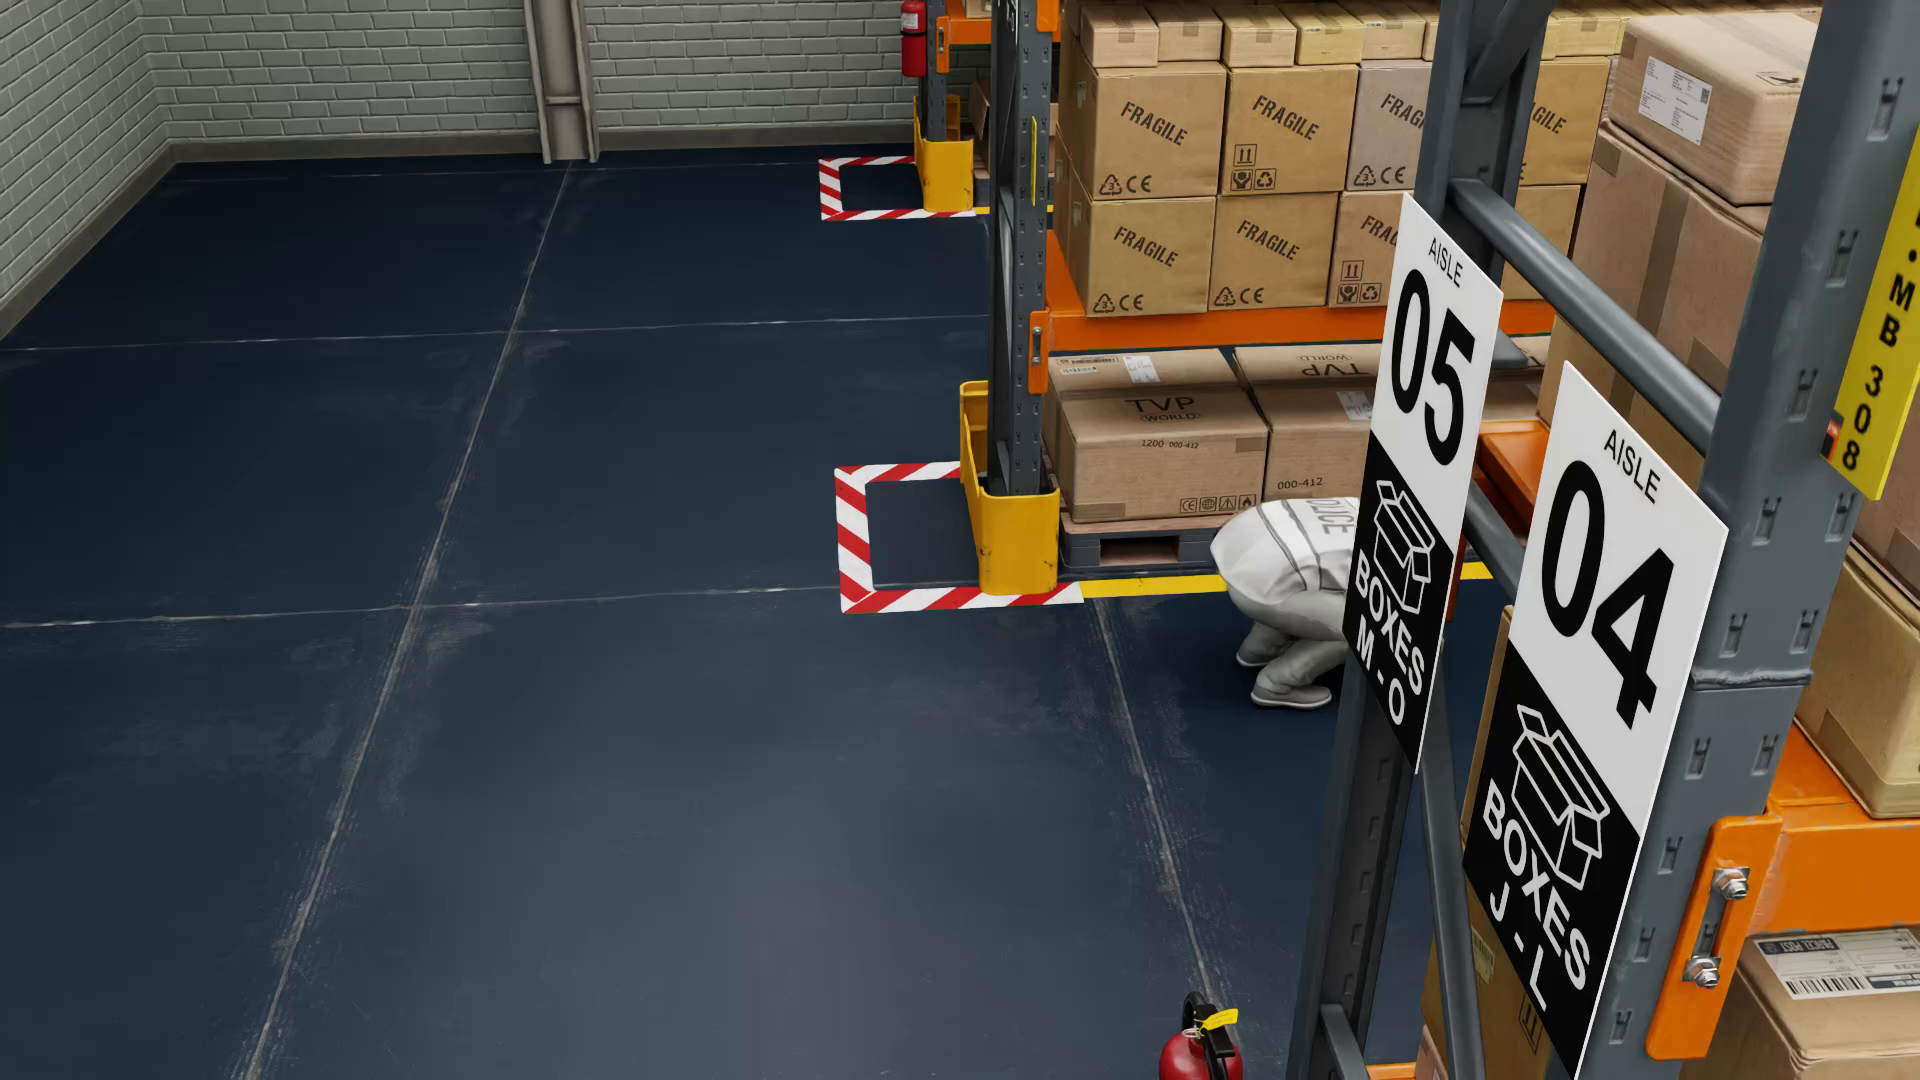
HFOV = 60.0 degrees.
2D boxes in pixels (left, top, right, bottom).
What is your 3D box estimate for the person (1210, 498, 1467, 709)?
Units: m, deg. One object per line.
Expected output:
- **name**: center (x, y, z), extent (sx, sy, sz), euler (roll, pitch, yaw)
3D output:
- **person**: center (1.510, 0.227, 6.675), extent (1.031, 0.840, 0.532), euler (-4, 31, -6)
